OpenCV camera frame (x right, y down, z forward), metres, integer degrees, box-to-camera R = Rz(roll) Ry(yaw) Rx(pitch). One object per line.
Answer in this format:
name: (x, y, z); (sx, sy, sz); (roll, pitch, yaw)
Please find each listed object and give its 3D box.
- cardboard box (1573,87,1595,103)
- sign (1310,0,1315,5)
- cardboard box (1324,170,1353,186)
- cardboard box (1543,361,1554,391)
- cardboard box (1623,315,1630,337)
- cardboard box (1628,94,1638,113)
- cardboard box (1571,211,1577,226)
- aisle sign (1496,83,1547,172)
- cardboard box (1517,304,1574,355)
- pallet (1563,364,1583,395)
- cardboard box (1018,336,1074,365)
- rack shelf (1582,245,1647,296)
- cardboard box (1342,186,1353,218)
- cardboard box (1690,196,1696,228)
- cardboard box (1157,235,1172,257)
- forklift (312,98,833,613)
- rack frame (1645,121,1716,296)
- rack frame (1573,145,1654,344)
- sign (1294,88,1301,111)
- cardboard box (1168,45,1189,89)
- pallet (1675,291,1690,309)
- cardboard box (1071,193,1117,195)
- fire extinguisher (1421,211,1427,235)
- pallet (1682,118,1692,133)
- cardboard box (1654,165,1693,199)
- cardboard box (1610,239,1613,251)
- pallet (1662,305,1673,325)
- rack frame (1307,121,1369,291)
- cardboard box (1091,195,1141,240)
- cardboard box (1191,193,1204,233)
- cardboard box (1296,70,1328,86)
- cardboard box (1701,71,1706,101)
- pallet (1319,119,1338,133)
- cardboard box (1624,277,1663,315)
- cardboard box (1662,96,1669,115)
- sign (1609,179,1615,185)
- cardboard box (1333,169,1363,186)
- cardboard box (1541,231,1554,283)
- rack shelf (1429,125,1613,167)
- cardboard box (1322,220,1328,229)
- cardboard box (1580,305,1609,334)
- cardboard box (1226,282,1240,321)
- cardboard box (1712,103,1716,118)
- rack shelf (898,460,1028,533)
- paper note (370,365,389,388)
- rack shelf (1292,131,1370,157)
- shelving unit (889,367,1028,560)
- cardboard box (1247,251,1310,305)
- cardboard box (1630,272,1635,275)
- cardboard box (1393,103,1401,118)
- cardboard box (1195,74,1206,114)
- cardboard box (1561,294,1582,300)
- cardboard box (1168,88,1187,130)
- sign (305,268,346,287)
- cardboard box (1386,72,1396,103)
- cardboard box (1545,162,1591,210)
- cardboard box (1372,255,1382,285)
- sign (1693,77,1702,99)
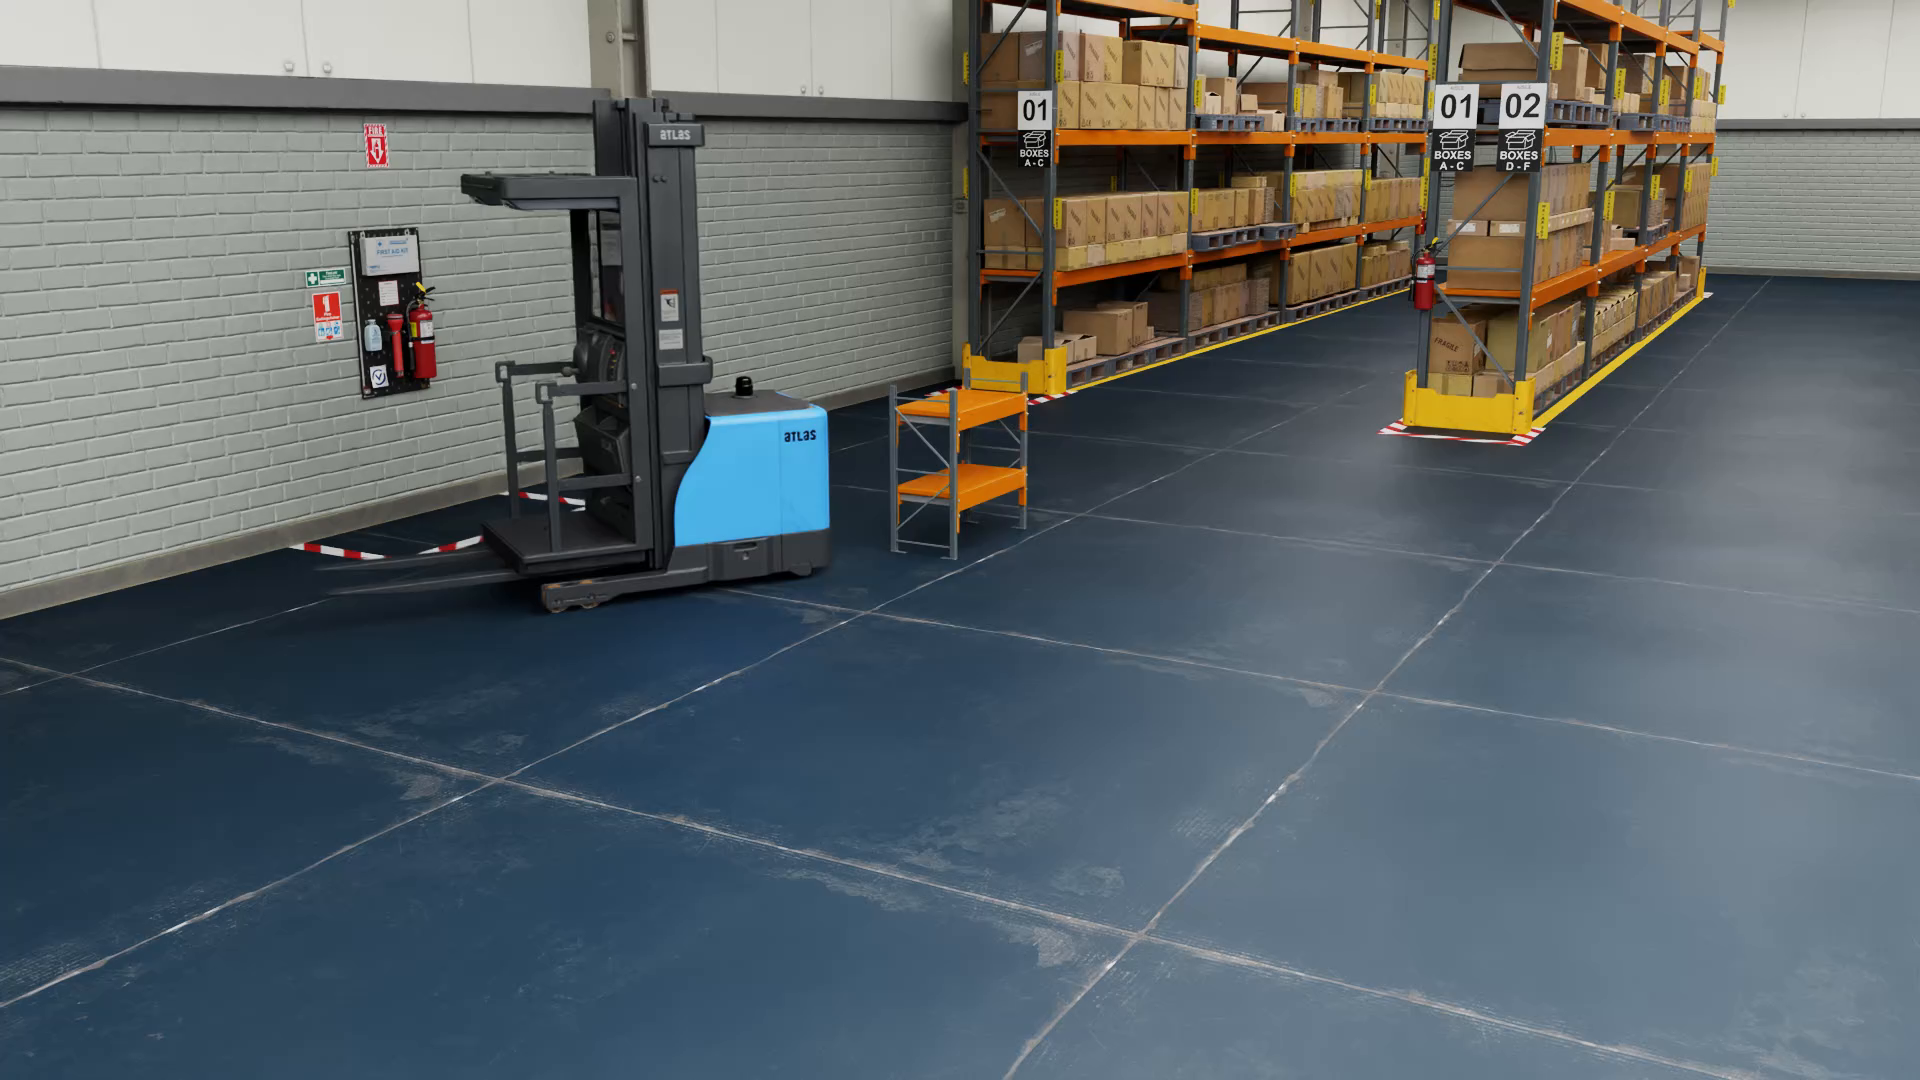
cardboard box: (6.487, -4.703, 17.582); (0.380, 0.149, 0.250); (7, 15, 28)
sign: (5.886, -9.090, 27.708); (0.100, 0.325, 0.005); (7, 15, 28)
cardboard box: (6.103, -5.914, 27.172); (0.500, 0.250, 0.500); (8, 16, 29)
cardboard box: (5.832, -1.710, 17.198); (0.500, 0.250, 0.500); (7, 15, 28)
cardboard box: (8.478, -2.819, 21.799); (0.500, 0.250, 0.500); (7, 15, 27)
cardboard box: (8.357, -5.574, 21.278); (0.500, 0.250, 0.500); (8, 16, 30)
cardboard box: (6.394, -3.448, 17.840); (0.380, 0.149, 0.250); (7, 15, 28)
aisle sign: (5.134, -3.768, 15.216); (0.394, 0.787, 0.004); (7, 15, 28)
cardboard box: (6.308, -2.281, 17.965); (0.500, 0.500, 0.500); (7, 15, 28)
pallet: (6.410, -1.859, 18.794); (1.003, 0.211, 1.213); (7, 15, 28)
cardboard box: (0.972, -2.151, 18.856); (0.500, 0.311, 0.500); (6, 15, 22)
rack shelf: (7.798, -3.434, 20.911); (1.077, 0.370, 4.000); (7, 15, 28)
cardboard box: (6.120, -5.549, 27.259); (0.500, 0.500, 0.500); (8, 15, 28)
cardboard box: (11.672, -5.344, 27.089); (0.500, 0.500, 0.500); (7, 15, 28)
cardboard box: (2.281, -3.638, 20.499); (0.500, 0.250, 0.500); (7, 15, 28)
forklift: (-2.359, -1.139, 10.005); (3.031, 2.935, 1.130); (-7, 15, -27)
rack frame: (12.632, -5.835, 29.337); (1.000, 3.000, 0.127); (7, 15, 28)
rack frame: (8.765, -4.194, 22.529); (1.000, 3.000, 0.127); (7, 15, 28)
sign: (4.901, -6.402, 24.185); (0.100, 0.325, 0.005); (7, 15, 28)
cardboard box: (2.488, -5.803, 20.413); (0.500, 0.500, 0.500); (6, 15, 23)
pallet: (11.620, -4.051, 27.886); (1.003, 0.211, 1.213); (7, 15, 28)
cardboard box: (1.584, -3.955, 20.215); (0.500, 0.500, 0.500); (8, 16, 30)
fire extinguisher: (8.771, -6.155, 31.626); (0.296, 0.674, 0.183); (7, 15, 28)
pallet: (10.322, -6.255, 25.081); (1.213, 0.211, 1.003); (7, 15, 28)
cardboard box: (11.173, -5.614, 26.073); (0.500, 0.500, 0.500); (8, 16, 29)
cardboard box: (8.198, -3.804, 21.446); (0.380, 0.149, 0.250); (9, 16, 32)
pallet: (10.338, -3.488, 25.550); (1.003, 0.211, 1.213); (7, 15, 28)
rack frame: (6.360, -5.575, 28.258); (1.000, 3.000, 0.127); (7, 15, 28)
cardboard box: (1.795, -3.791, 19.535); (0.500, 0.500, 0.500); (8, 16, 30)
cardboard box: (2.769, -4.297, 21.803); (0.700, 0.500, 0.500); (7, 15, 28)
cardboard box: (5.566, -7.379, 26.591); (0.500, 0.250, 0.500); (7, 15, 26)
cardboard box: (11.934, -7.513, 27.550); (0.700, 0.500, 0.500); (7, 15, 28)
pallet: (5.229, -6.488, 26.050); (1.003, 0.211, 1.213); (8, 16, 31)
cardboard box: (9.978, -3.571, 24.342); (0.500, 0.500, 0.500); (7, 15, 26)
cardboard box: (9.444, -6.005, 23.429); (0.910, 0.500, 0.500); (7, 15, 28)
sign: (10.220, -5.495, 26.080); (0.100, 0.325, 0.005); (7, 15, 28)
cardboard box: (6.358, -6.018, 27.603); (0.500, 0.250, 0.500); (8, 16, 29)
cardboard box: (5.629, -2.905, 16.969); (0.700, 0.500, 0.500); (7, 15, 28)
rack shelf: (5.864, -4.071, 17.155); (1.077, 0.370, 4.000); (7, 15, 28)
cardboard box: (5.654, -5.052, 26.583); (0.380, 0.149, 0.250); (8, 16, 30)
cardboard box: (7.496, -2.672, 19.990); (0.500, 0.311, 0.500); (7, 15, 27)
cardboard box: (3.558, -3.402, 23.638); (0.700, 0.500, 0.500); (7, 15, 28)
cardboard box: (12.607, -7.329, 28.387); (0.500, 0.250, 0.500); (7, 15, 28)
rack shelf: (0.003, -0.311, 11.465); (0.538, 0.278, 1.000); (7, 15, 28)
paper note: (-4.134, -1.164, 11.842); (0.016, 0.148, 0.142); (7, 15, 28)
rack shelf: (5.393, -6.273, 26.288); (1.077, 0.370, 4.000); (7, 15, 28)
shelving unit: (0.003, -0.548, 11.407); (0.538, 1.125, 1.048); (7, 15, 28)
cardboard box: (4.897, -4.049, 25.620); (0.750, 0.750, 0.750); (7, 15, 27)
cardboard box: (10.003, -3.831, 25.418); (0.500, 0.500, 0.500); (8, 16, 29)
cardboard box: (7.425, -7.534, 29.194); (0.500, 0.250, 0.500); (7, 15, 26)
cardboard box: (2.827, -5.748, 21.465); (0.500, 0.500, 0.500); (10, 17, 36)
cardboard box: (7.759, -3.047, 21.544); (0.500, 0.311, 0.500); (7, 15, 27)
cardboard box: (2.464, -5.318, 20.536); (0.500, 0.500, 0.500); (8, 16, 30)
sign: (-4.336, -1.794, 11.368); (0.001, 0.109, 0.331); (7, 15, 28)
cardboard box: (7.193, -7.798, 28.690); (0.500, 0.500, 0.500); (7, 15, 27)
cardboard box: (6.622, -3.961, 18.580); (0.700, 0.500, 0.500); (7, 15, 28)
cardboard box: (7.057, -4.808, 29.516); (0.700, 0.500, 0.500); (7, 15, 27)
sign: (11.186, -6.853, 25.217); (0.100, 0.325, 0.005); (7, 15, 28)
